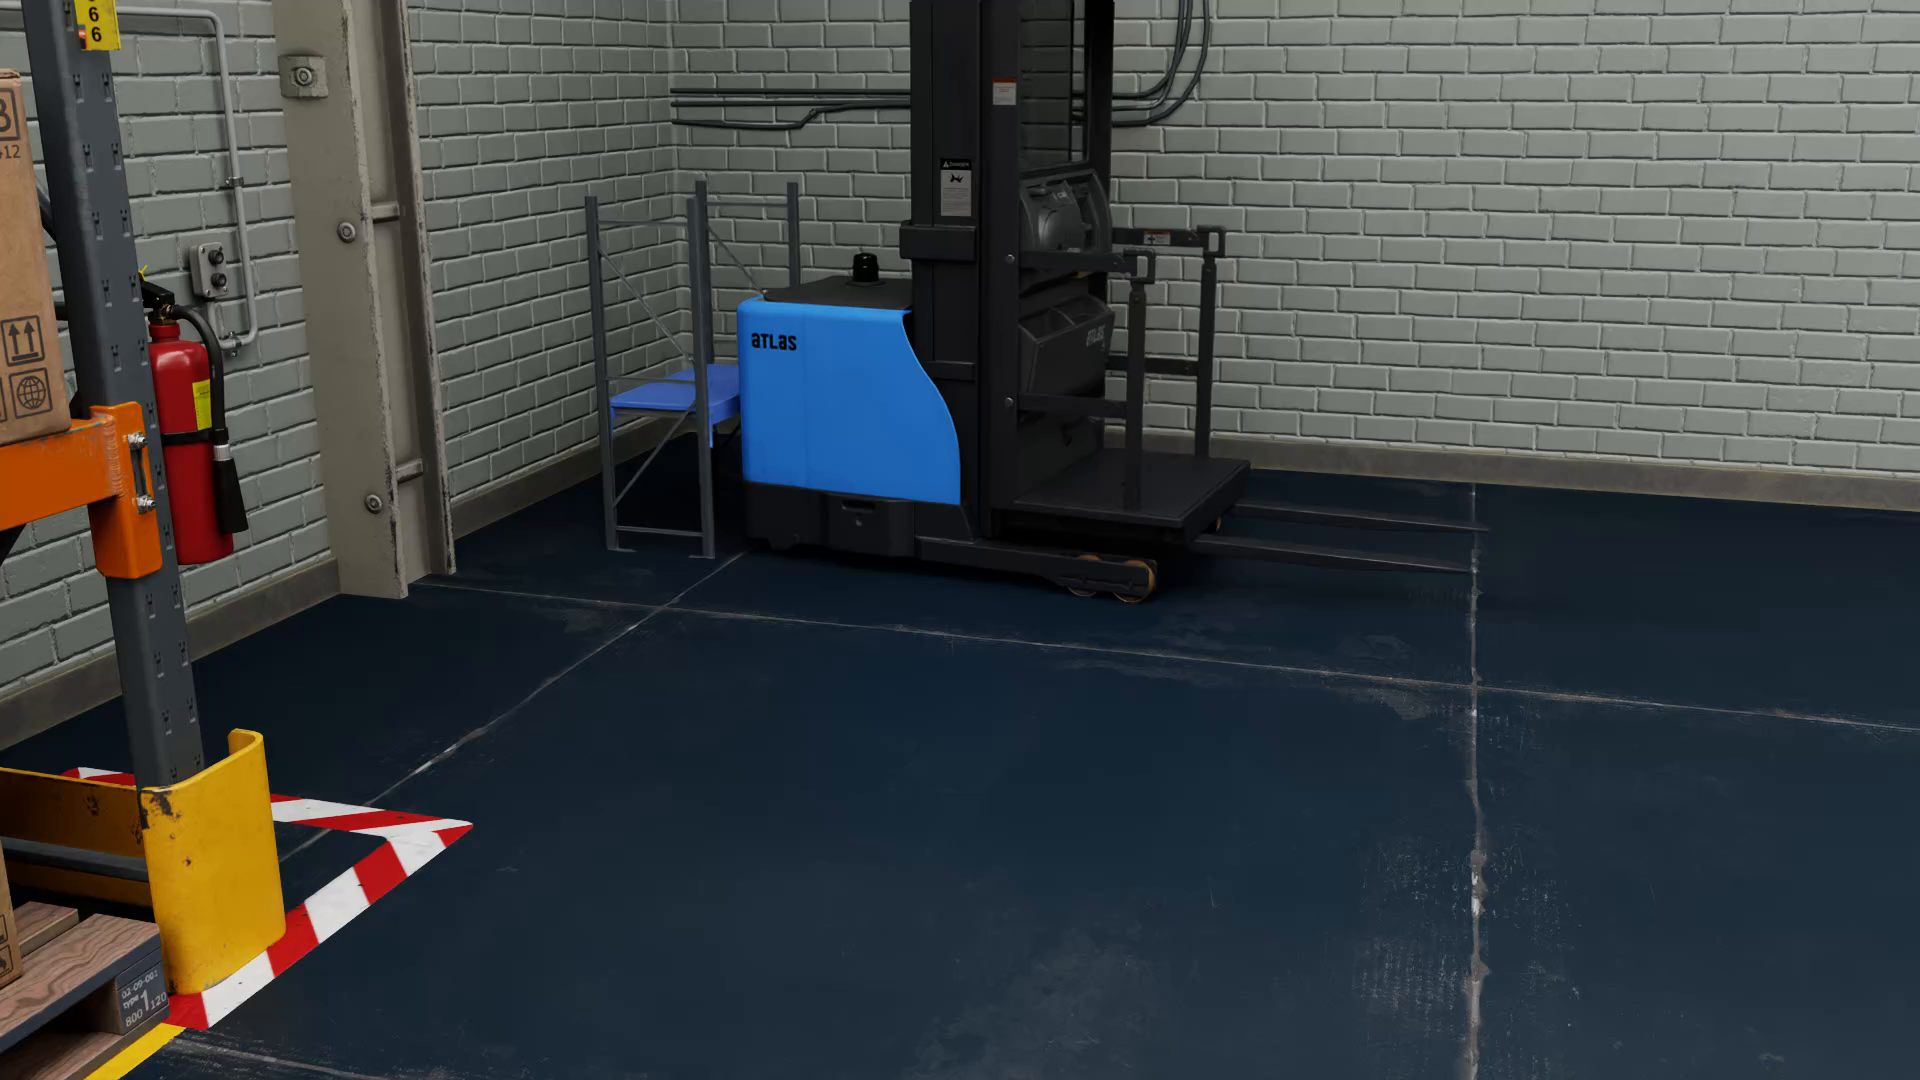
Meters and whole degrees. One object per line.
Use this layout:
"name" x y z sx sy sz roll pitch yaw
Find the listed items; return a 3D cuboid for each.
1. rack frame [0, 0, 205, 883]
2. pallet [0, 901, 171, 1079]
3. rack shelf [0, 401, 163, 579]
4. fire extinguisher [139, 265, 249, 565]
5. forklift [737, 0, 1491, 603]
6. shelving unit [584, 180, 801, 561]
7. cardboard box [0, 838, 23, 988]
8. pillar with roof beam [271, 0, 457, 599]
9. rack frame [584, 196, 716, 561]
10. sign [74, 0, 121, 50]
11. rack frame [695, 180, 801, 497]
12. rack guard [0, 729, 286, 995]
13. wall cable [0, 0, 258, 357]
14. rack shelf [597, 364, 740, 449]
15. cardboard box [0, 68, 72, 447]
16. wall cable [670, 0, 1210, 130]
"rack frame" -2.221 -0.502 3.601 1.000 3.000 0.127 5 16 16
"pallet" -2.373 1.055 3.223 1.003 0.211 1.213 5 16 16
"rack shelf" -2.789 0.368 1.854 1.077 0.370 4.000 5 16 16
"fire extinguisher" -1.735 -0.289 3.675 0.296 0.674 0.183 5 16 16
"forklift" 0.617 -1.329 6.644 3.031 2.935 1.130 7 17 23
"shelving unit" -1.130 -0.791 7.367 0.538 1.500 1.048 5 16 17
"cardboard box" -2.324 0.690 3.212 0.700 0.500 0.500 5 16 16
"pillar with roof beam" 1.845 -3.827 4.332 9.100 9.000 0.400 5 16 16
"rack frame" -1.281 -0.659 6.900 0.500 1.500 0.032 5 16 17
"sign" -1.704 -1.127 3.249 0.100 0.325 0.005 5 16 16
"rack frame" -0.979 -0.924 7.834 0.500 1.500 0.032 5 16 17
"rack guard" -2.214 0.695 3.964 1.175 0.500 0.348 5 16 16
"wall cable" -2.764 -1.399 4.902 0.084 1.984 1.851 5 16 16
"rack shelf" -1.129 -0.618 7.416 0.538 0.185 1.000 5 16 17
"cardboard box" -2.356 -0.512 3.087 0.980 0.700 0.700 5 17 18
"wall cable" -0.271 -3.346 8.325 3.097 2.526 0.112 5 16 16
